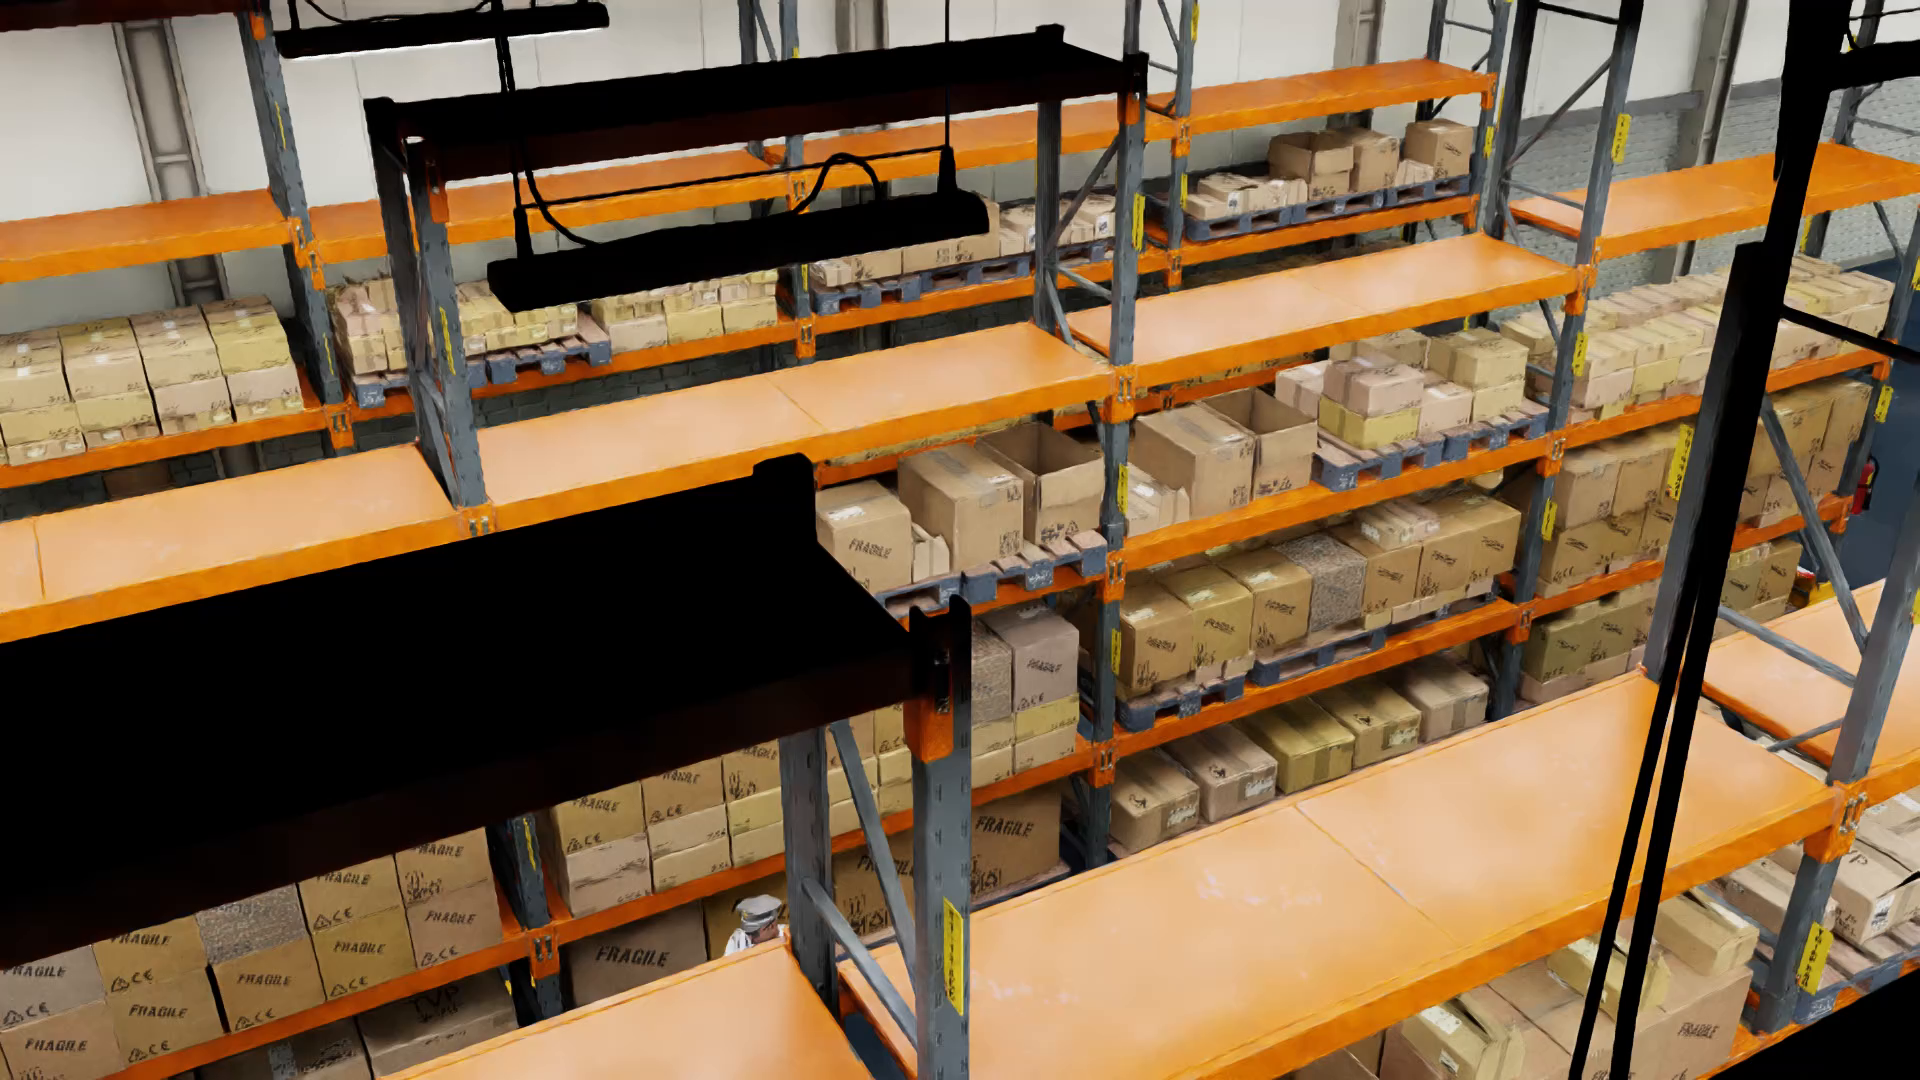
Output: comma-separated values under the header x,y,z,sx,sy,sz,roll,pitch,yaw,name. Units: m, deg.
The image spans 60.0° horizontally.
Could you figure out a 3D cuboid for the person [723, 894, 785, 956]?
x,y,z,sx,sy,sz,roll,pitch,yaw,name
-1.130,2.822,9.779,0.651,1.745,0.593,-2,28,-4,person
